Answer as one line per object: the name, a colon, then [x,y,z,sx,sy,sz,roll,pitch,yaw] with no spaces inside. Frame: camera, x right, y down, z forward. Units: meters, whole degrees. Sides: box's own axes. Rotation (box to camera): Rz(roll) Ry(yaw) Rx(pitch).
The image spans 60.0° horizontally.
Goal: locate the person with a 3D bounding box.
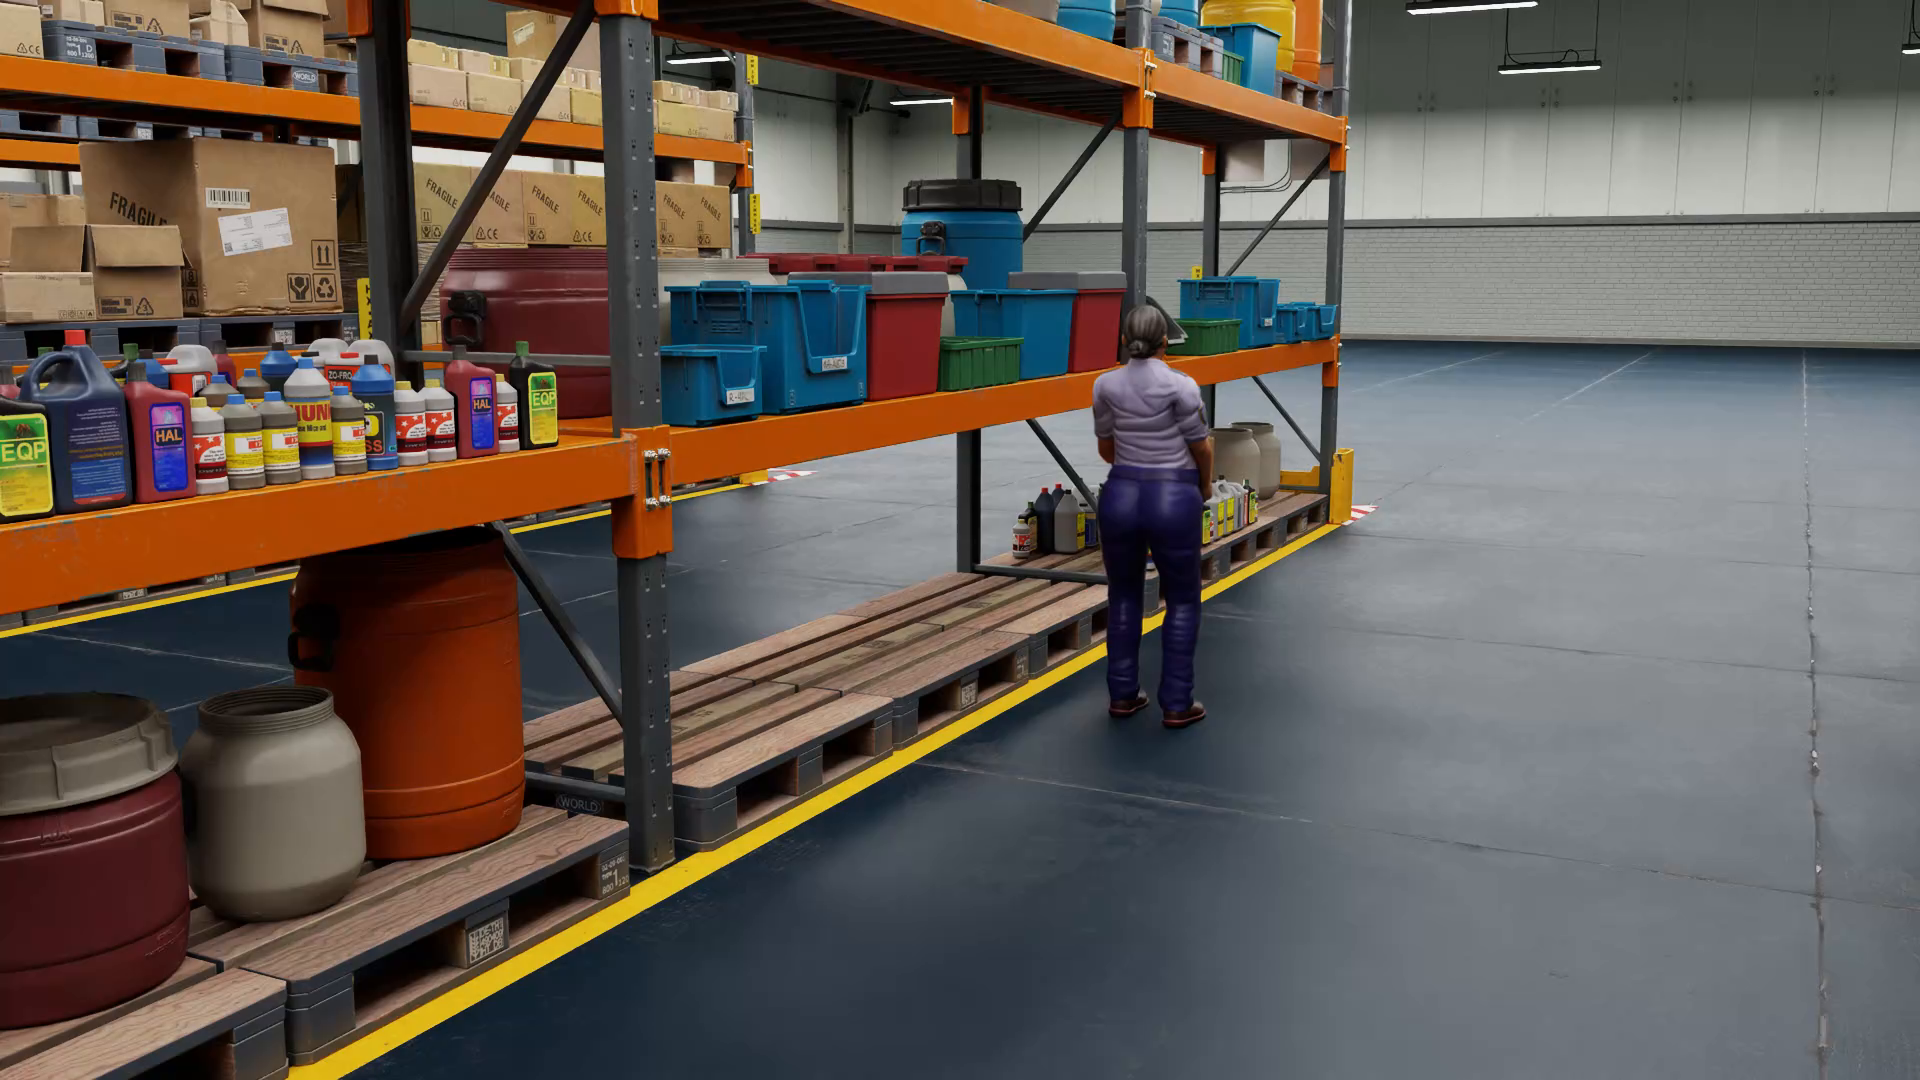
person: [0.779,-0.102,6.599,0.460,1.628,0.517,4,10,26]
